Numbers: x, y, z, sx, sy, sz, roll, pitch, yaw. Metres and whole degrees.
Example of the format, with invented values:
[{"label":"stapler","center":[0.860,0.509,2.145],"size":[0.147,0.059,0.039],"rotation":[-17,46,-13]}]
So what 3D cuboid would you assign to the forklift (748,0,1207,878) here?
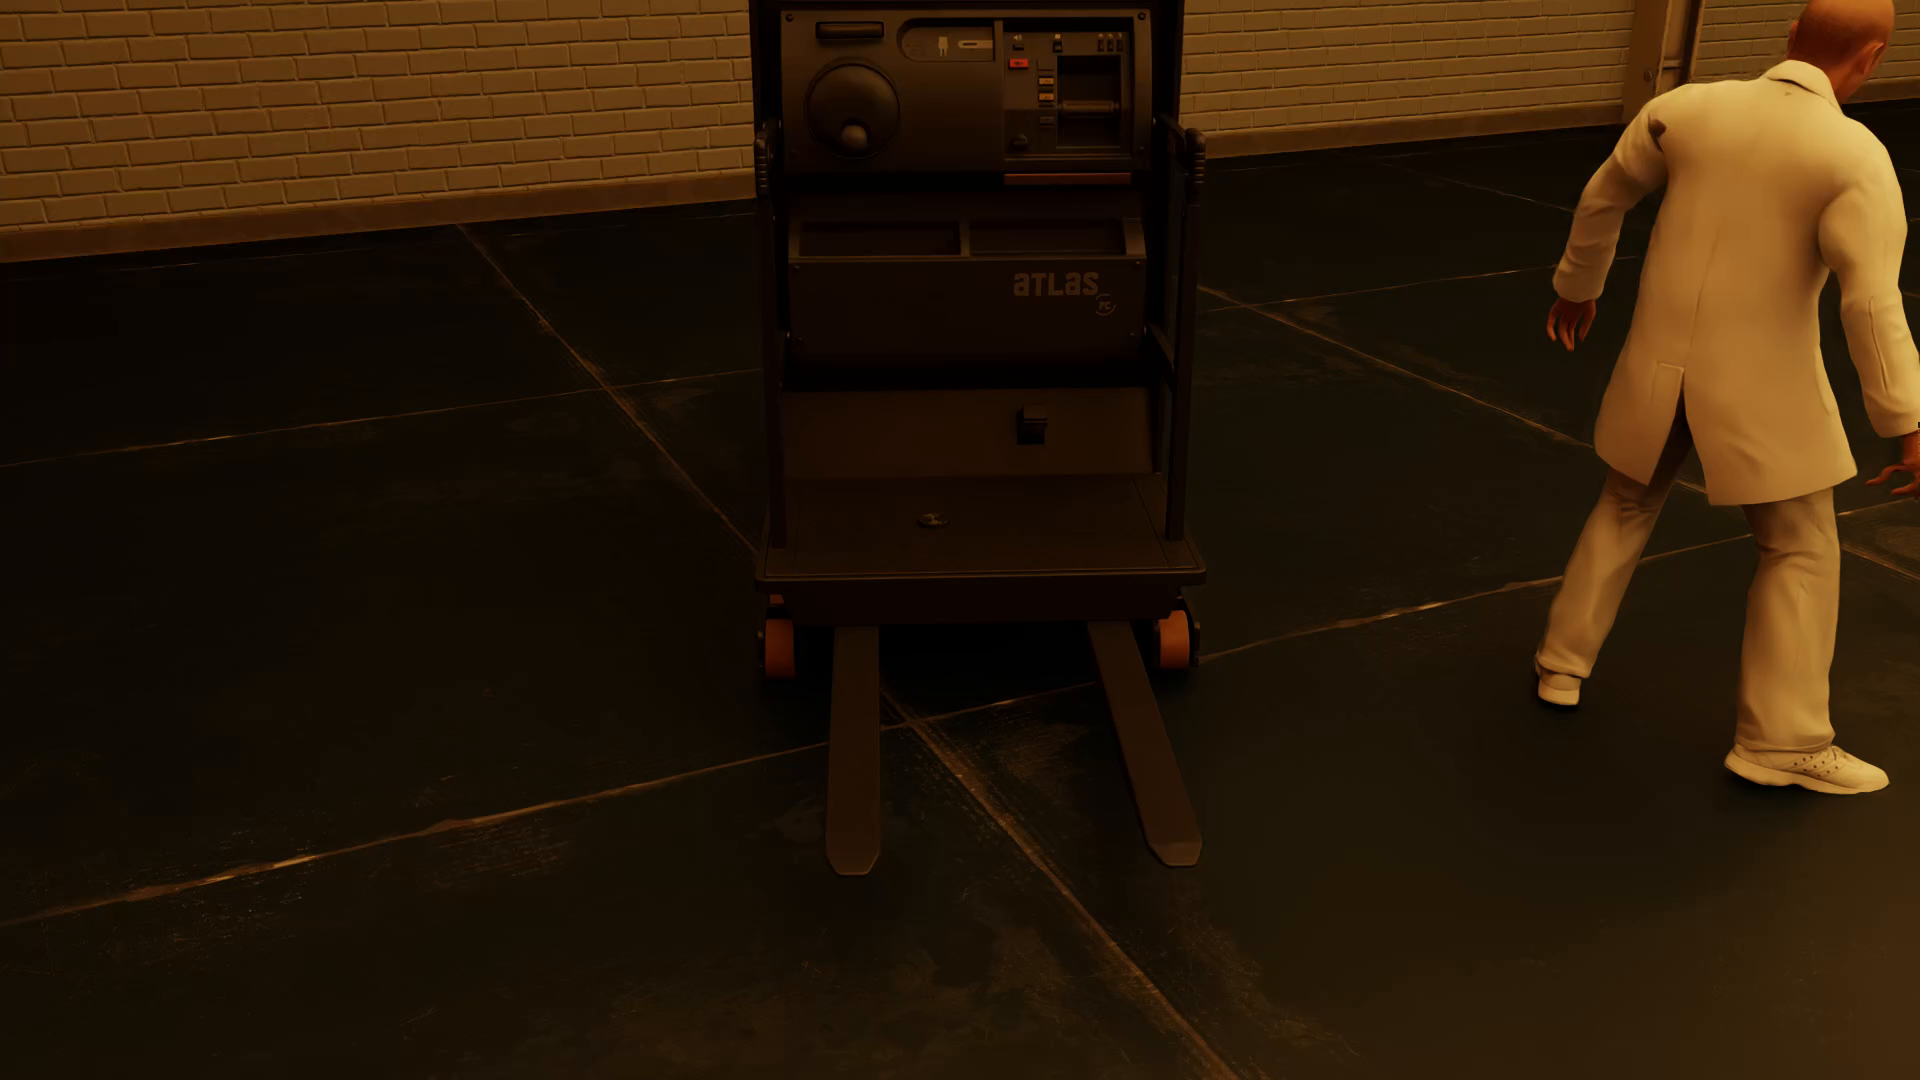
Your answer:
[{"label":"forklift","center":[0.030,-1.120,3.982],"size":[1.130,2.935,3.031],"rotation":[-1,23,-3]}]

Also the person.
[{"label":"person","center":[1.736,-0.348,3.753],"size":[0.409,1.735,0.985],"rotation":[-17,28,-35]}]
